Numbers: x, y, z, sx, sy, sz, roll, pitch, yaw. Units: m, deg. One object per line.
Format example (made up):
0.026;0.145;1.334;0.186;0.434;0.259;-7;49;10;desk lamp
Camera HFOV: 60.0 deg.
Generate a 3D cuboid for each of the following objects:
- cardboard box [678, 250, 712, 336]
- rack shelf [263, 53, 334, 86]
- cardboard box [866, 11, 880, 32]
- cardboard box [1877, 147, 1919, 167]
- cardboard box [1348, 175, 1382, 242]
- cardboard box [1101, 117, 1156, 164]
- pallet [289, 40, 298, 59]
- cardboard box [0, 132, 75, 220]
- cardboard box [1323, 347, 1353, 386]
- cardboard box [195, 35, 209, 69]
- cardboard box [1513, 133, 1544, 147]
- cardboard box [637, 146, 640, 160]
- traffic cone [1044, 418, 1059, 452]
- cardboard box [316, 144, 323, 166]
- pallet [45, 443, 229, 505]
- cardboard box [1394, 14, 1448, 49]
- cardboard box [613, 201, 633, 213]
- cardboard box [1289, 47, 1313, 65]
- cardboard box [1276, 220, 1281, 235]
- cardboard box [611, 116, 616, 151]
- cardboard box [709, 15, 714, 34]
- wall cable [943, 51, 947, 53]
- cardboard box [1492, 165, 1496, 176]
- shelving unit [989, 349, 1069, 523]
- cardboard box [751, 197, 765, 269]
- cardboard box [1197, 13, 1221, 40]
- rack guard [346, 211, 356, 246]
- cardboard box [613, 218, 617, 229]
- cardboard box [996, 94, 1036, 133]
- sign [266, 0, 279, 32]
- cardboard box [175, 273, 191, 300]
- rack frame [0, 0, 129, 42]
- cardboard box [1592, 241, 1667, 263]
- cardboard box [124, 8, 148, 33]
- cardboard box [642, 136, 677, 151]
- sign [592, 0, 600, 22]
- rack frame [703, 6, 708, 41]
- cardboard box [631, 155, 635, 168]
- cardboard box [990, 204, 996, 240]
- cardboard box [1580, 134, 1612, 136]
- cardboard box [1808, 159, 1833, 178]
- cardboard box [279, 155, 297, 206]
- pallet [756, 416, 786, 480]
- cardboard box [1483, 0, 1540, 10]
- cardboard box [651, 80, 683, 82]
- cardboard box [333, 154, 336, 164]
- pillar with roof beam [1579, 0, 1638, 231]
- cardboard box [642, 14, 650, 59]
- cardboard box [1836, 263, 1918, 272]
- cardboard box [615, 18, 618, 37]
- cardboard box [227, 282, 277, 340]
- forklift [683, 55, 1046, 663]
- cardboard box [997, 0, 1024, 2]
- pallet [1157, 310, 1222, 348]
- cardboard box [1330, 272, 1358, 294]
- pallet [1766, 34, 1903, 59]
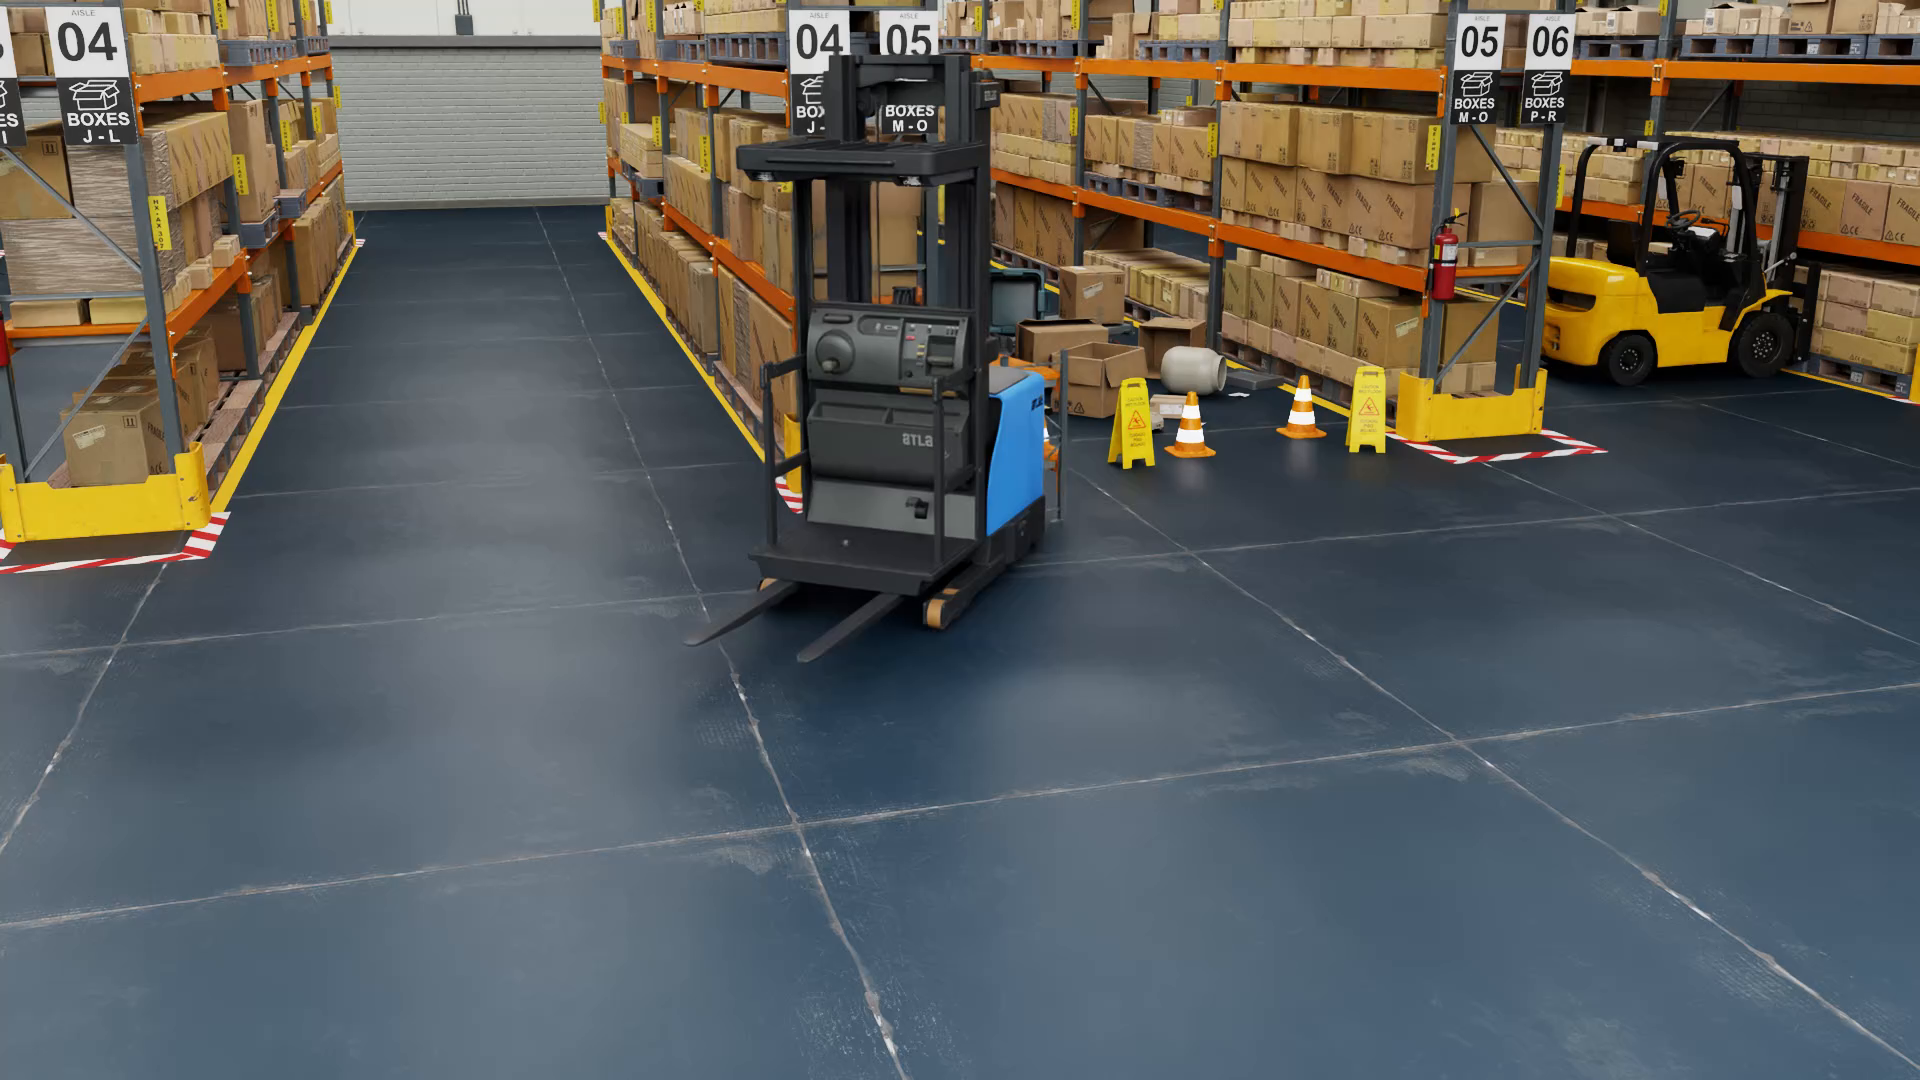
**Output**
-2.262;-2.515;16.792;1.050;0.750;0.750;-5;17;-15;cardboard box
-9.288;-6.454;22.759;1.077;0.370;4.000;-5;17;-15;rack shelf
-0.430;-3.539;11.338;0.380;0.149;0.250;-5;17;-15;cardboard box
8.363;-3.385;14.690;0.380;0.149;0.250;-4;17;-14;cardboard box
3.541;-2.730;13.636;0.500;0.500;0.500;-5;17;-15;cardboard box
1.941;-4.591;19.099;0.500;0.500;0.500;-4;17;-12;cardboard box
-8.439;-5.904;20.010;0.805;0.209;1.217;-5;18;-17;pallet
-5.829;-2.291;10.436;0.500;0.500;0.500;-5;17;-15;cardboard box
3.472;-1.503;14.291;0.500;0.250;0.500;-5;17;-15;cardboard box
-6.030;-3.710;12.634;0.500;0.250;0.500;-4;17;-14;cardboard box
6.830;-4.770;19.816;0.380;0.149;0.250;-4;17;-14;cardboard box
-3.634;-4.606;19.760;0.380;0.149;0.250;-5;17;-15;cardboard box
0.576;-0.897;12.635;0.336;0.463;0.334;-5;17;-15;traffic cone
-8.616;-5.030;21.726;0.500;0.250;0.500;-5;17;-16;cardboard box
-5.651;-0.402;11.424;1.003;0.211;1.213;-5;17;-15;pallet
3.688;-3.900;12.751;0.500;0.250;0.500;-5;17;-16;cardboard box
-5.086;-5.081;25.346;0.380;0.149;0.250;-5;17;-15;cardboard box
3.108;-4.226;14.530;0.380;0.149;0.250;-5;17;-16;cardboard box
3.126;-2.867;15.219;0.380;0.149;0.250;-5;17;-16;cardboard box
-4.889;-6.041;24.657;0.500;0.500;0.500;-4;17;-15;cardboard box
-1.897;-4.326;13.958;0.380;0.149;0.250;-5;17;-15;cardboard box
-0.521;-8.858;32.961;0.588;1.984;0.122;-5;17;-15;wall cable
6.681;-4.525;20.564;0.500;0.250;0.500;-5;17;-16;cardboard box
0.202;-0.760;11.026;0.538;1.125;1.048;-10;19;-30;shelving unit
-1.180;-2.483;13.242;0.875;0.550;0.500;-5;17;-15;cardboard box
2.689;-5.095;16.516;0.500;0.250;0.500;-5;17;-16;cardboard box
-9.844;-4.724;25.311;1.175;0.500;0.348;-5;17;-15;rack guard
-5.205;-4.945;25.924;0.380;0.149;0.250;-4;17;-14;cardboard box
0.801;-5.836;22.753;0.500;0.500;0.500;-5;17;-16;cardboard box
-7.117;-5.428;17.197;0.100;0.325;0.005;-5;17;-15;sign
-5.545;-1.745;11.483;0.380;0.149;0.250;-5;17;-15;cardboard box
-5.441;-4.362;9.332;1.000;3.000;0.127;-5;17;-15;rack frame
7.606;-2.980;18.556;0.875;0.625;0.625;-4;17;-13;cardboard box
-5.272;-3.219;10.307;0.380;0.149;0.250;-4;17;-14;cardboard box
-3.418;-4.531;18.995;0.380;0.149;0.250;-5;18;-17;cardboard box
-5.563;-8.091;25.441;0.100;0.325;0.005;-5;17;-15;sign
-1.743;-5.833;14.228;1.000;3.000;0.127;-5;17;-15;rack frame
-3.845;-4.677;20.516;0.380;0.149;0.250;-6;18;-18;cardboard box
0.721;-4.748;24.768;0.875;0.438;0.875;-5;17;-16;cardboard box
7.496;-4.671;19.485;0.380;0.149;0.250;-5;17;-15;cardboard box
8.119;-3.451;15.426;0.380;0.149;0.250;-5;17;-15;cardboard box
-7.511;-3.906;18.067;0.500;0.500;0.500;-4;17;-14;cardboard box
-0.939;-0.733;12.525;1.003;0.211;1.213;-5;17;-15;pallet
4.186;-4.085;12.674;0.380;0.149;0.250;-5;17;-16;cardboard box
-4.237;-6.412;24.155;0.500;0.500;0.500;-5;18;-17;cardboard box
-9.141;-5.440;23.784;0.380;0.149;0.250;-5;17;-16;cardboard box
3.747;-7.122;18.521;9.100;9.000;0.400;-5;17;-15;pillar with roof beam
-3.393;-5.826;19.245;0.500;0.500;0.500;-5;17;-15;cardboard box
8.641;-2.454;15.720;0.500;0.250;0.500;-5;17;-16;cardboard box
-4.445;-7.029;22.816;0.500;0.250;0.500;-5;18;-18;cardboard box
-7.109;-2.223;16.219;0.700;0.500;0.500;-3;17;-11;cardboard box
-0.475;-1.061;8.889;1.130;2.935;3.031;6;18;20;forklift
0.830;-7.505;23.930;0.500;0.500;0.500;-4;17;-14;cardboard box
2.773;-2.259;17.605;1.003;0.211;1.213;-5;17;-15;pallet
3.386;-2.194;14.159;0.380;0.149;0.250;-4;17;-14;cardboard box
8.351;-4.596;15.478;1.003;0.211;1.213;-5;17;-15;pallet
